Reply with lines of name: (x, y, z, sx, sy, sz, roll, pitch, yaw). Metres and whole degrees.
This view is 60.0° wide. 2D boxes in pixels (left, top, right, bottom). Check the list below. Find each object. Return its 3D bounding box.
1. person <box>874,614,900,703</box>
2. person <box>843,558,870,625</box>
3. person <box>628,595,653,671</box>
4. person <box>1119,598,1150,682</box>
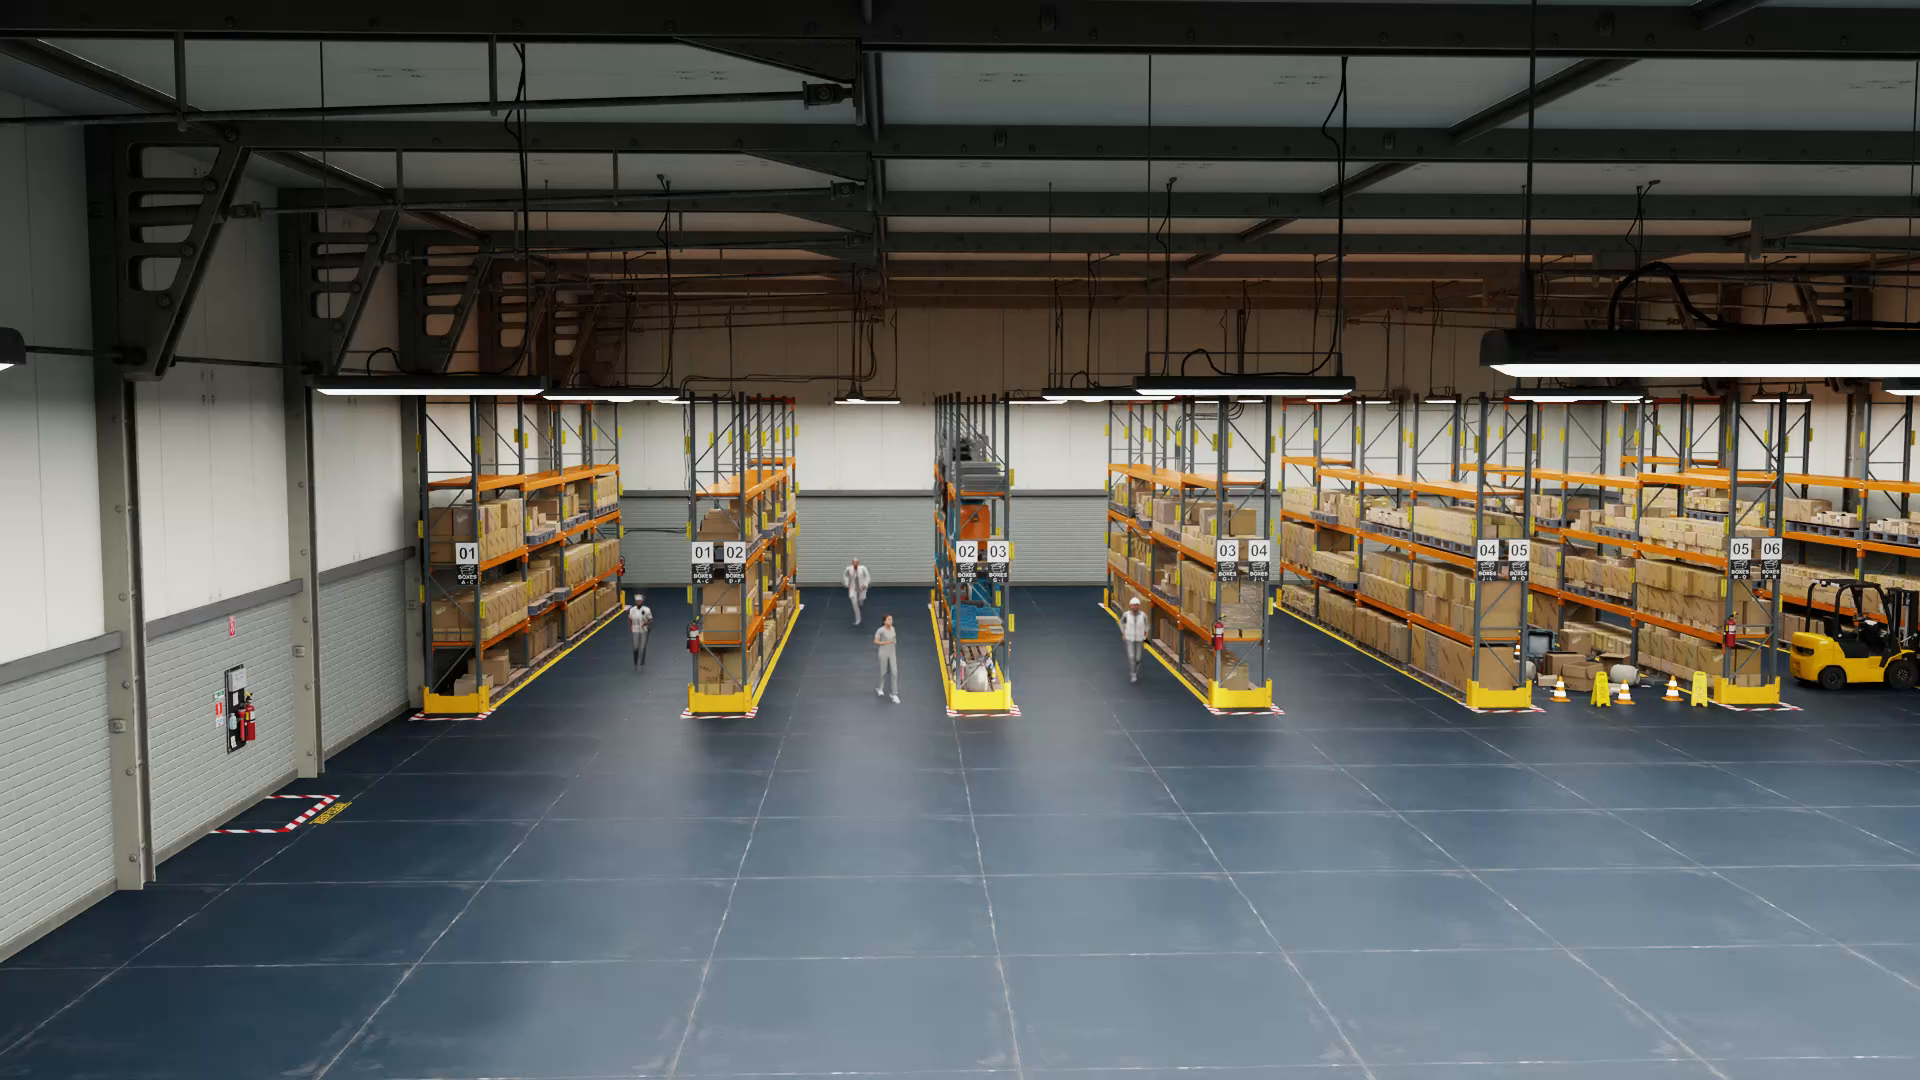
person: (-1.460, 2.284, 32.494, 0.548, 1.705, 0.874, -3, 5, -30)
person: (-2.744, 1.343, 44.098, 0.712, 1.773, 1.055, 0, 5, -5)
person: (-6.910, 2.008, 35.928, 0.555, 1.679, 0.624, 0, 5, -4)
person: (3.656, 2.068, 34.884, 0.646, 1.746, 0.828, 0, 5, 1)
